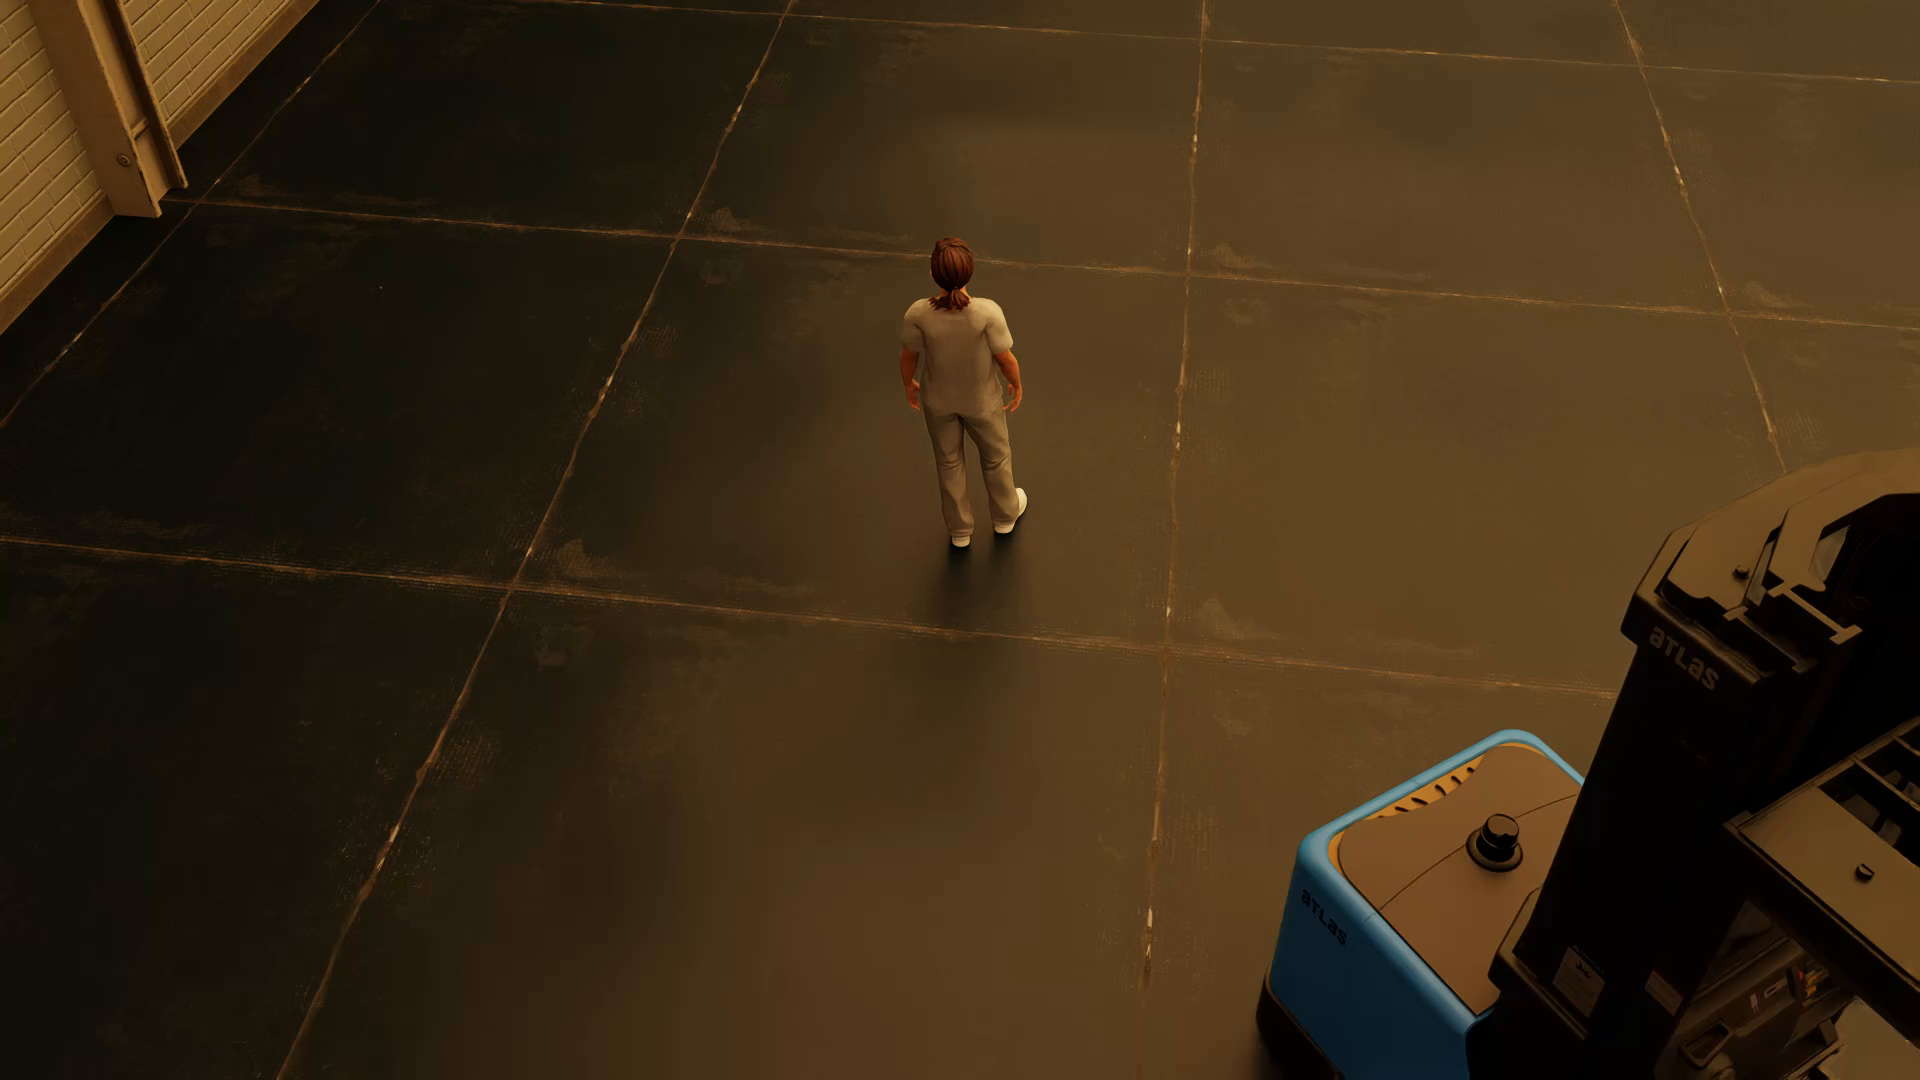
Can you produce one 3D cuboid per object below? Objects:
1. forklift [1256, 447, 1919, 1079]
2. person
[{"bbox_3d":[2.250,1.350,4.254,1.130,2.935,3.031,-22,47,-22],"label":"forklift"},{"bbox_3d":[0.023,-0.670,7.371,0.550,1.675,0.549,5,43,6],"label":"person"}]
